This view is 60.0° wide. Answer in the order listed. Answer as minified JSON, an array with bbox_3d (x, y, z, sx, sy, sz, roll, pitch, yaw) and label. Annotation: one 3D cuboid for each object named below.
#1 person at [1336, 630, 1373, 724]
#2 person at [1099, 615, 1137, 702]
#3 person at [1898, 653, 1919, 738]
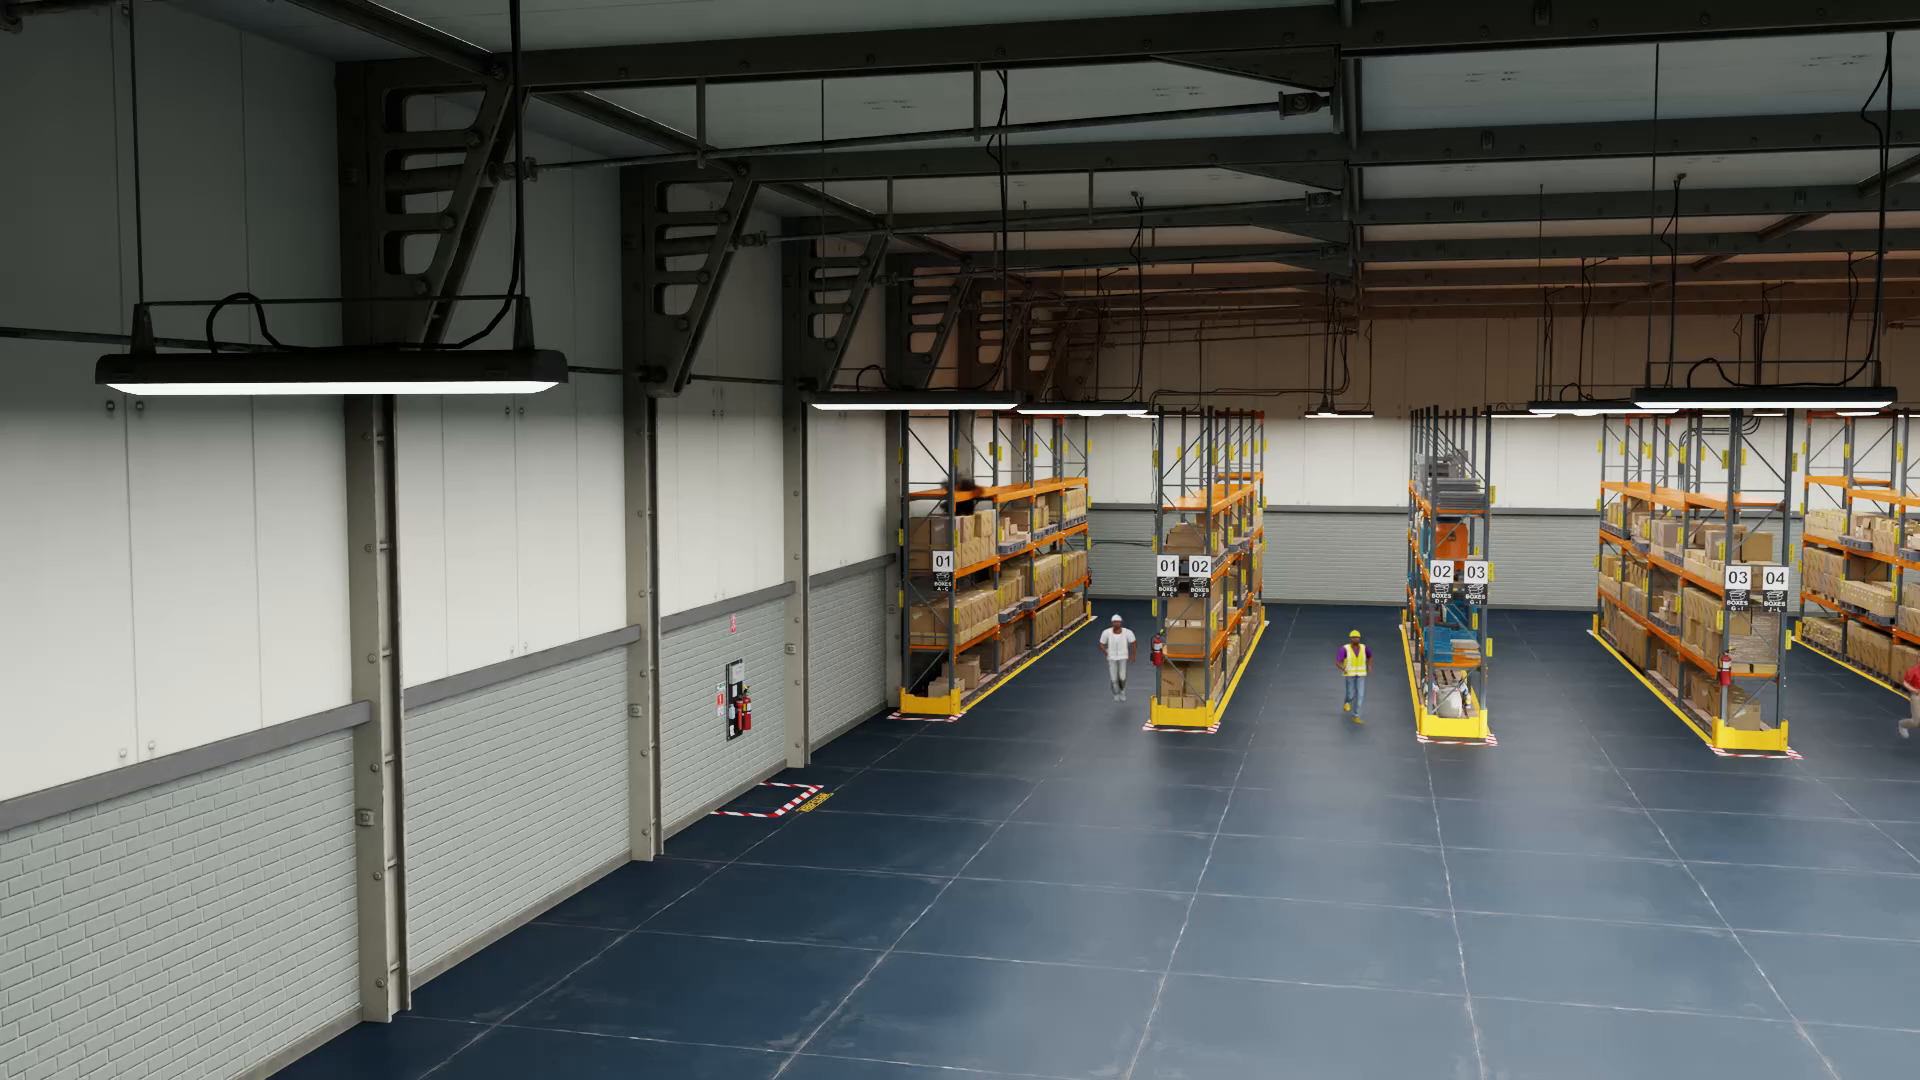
[{"bbox_3d":[7.538,2.587,31.700,0.713,1.736,0.897,0,4,2],"label":"person"},{"bbox_3d":[3.030,2.293,32.037,0.716,1.710,0.614,1,4,9],"label":"person"},{"bbox_3d":[16.820,2.803,29.008,0.677,1.693,0.926,0,4,-4],"label":"person"}]
